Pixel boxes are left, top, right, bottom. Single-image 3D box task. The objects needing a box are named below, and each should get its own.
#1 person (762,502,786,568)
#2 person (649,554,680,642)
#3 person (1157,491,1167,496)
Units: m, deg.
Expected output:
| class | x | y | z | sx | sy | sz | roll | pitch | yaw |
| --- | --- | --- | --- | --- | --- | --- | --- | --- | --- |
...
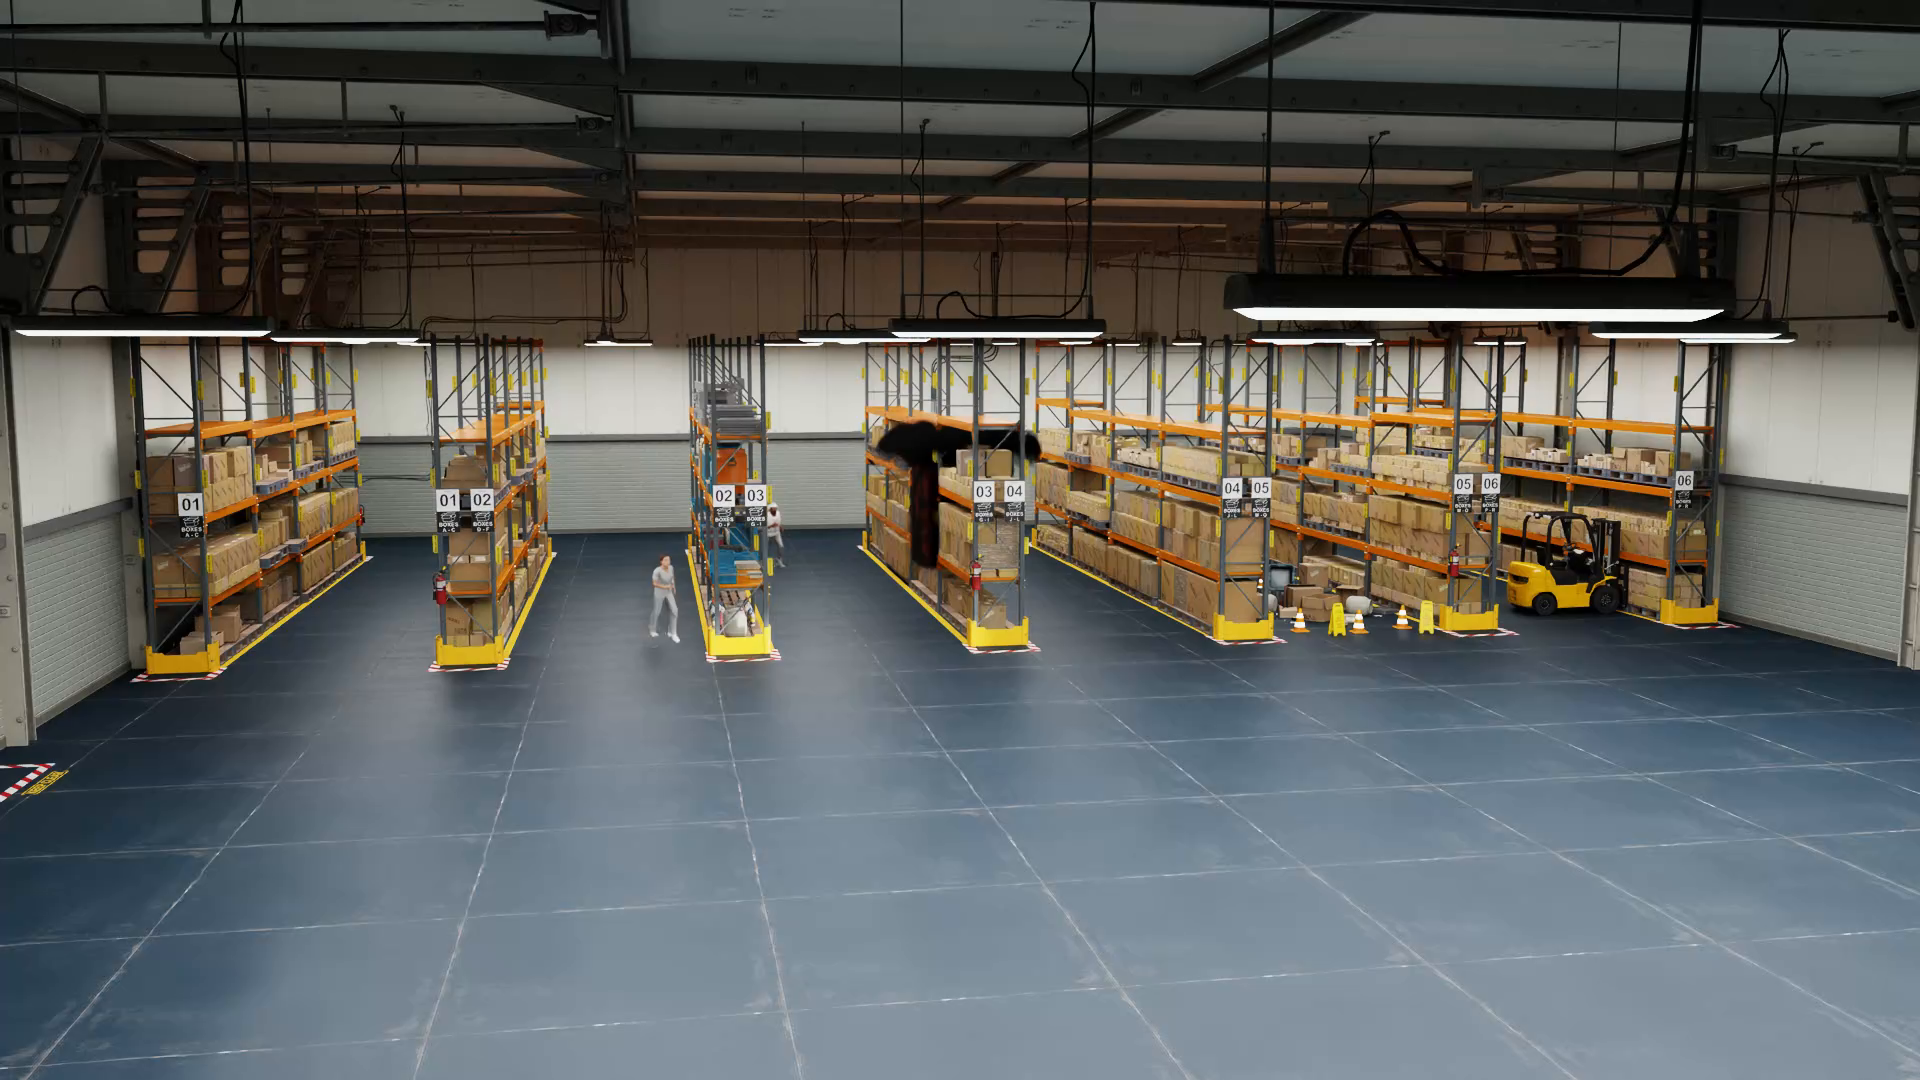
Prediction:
| class | x | y | z | sx | sy | sz | roll | pitch | yaw |
| --- | --- | --- | --- | --- | --- | --- | --- | --- | --- |
| person | -4.949 | -0.148 | 43.681 | 0.721 | 1.734 | 0.925 | -5 | 8 | -35 |
| person | -5.627 | 1.076 | 31.479 | 0.556 | 1.679 | 0.842 | -5 | 9 | -40 |
| person | 6.210 | -0.957 | 51.015 | 0.817 | 1.747 | 0.588 | -3 | 7 | -22 |
